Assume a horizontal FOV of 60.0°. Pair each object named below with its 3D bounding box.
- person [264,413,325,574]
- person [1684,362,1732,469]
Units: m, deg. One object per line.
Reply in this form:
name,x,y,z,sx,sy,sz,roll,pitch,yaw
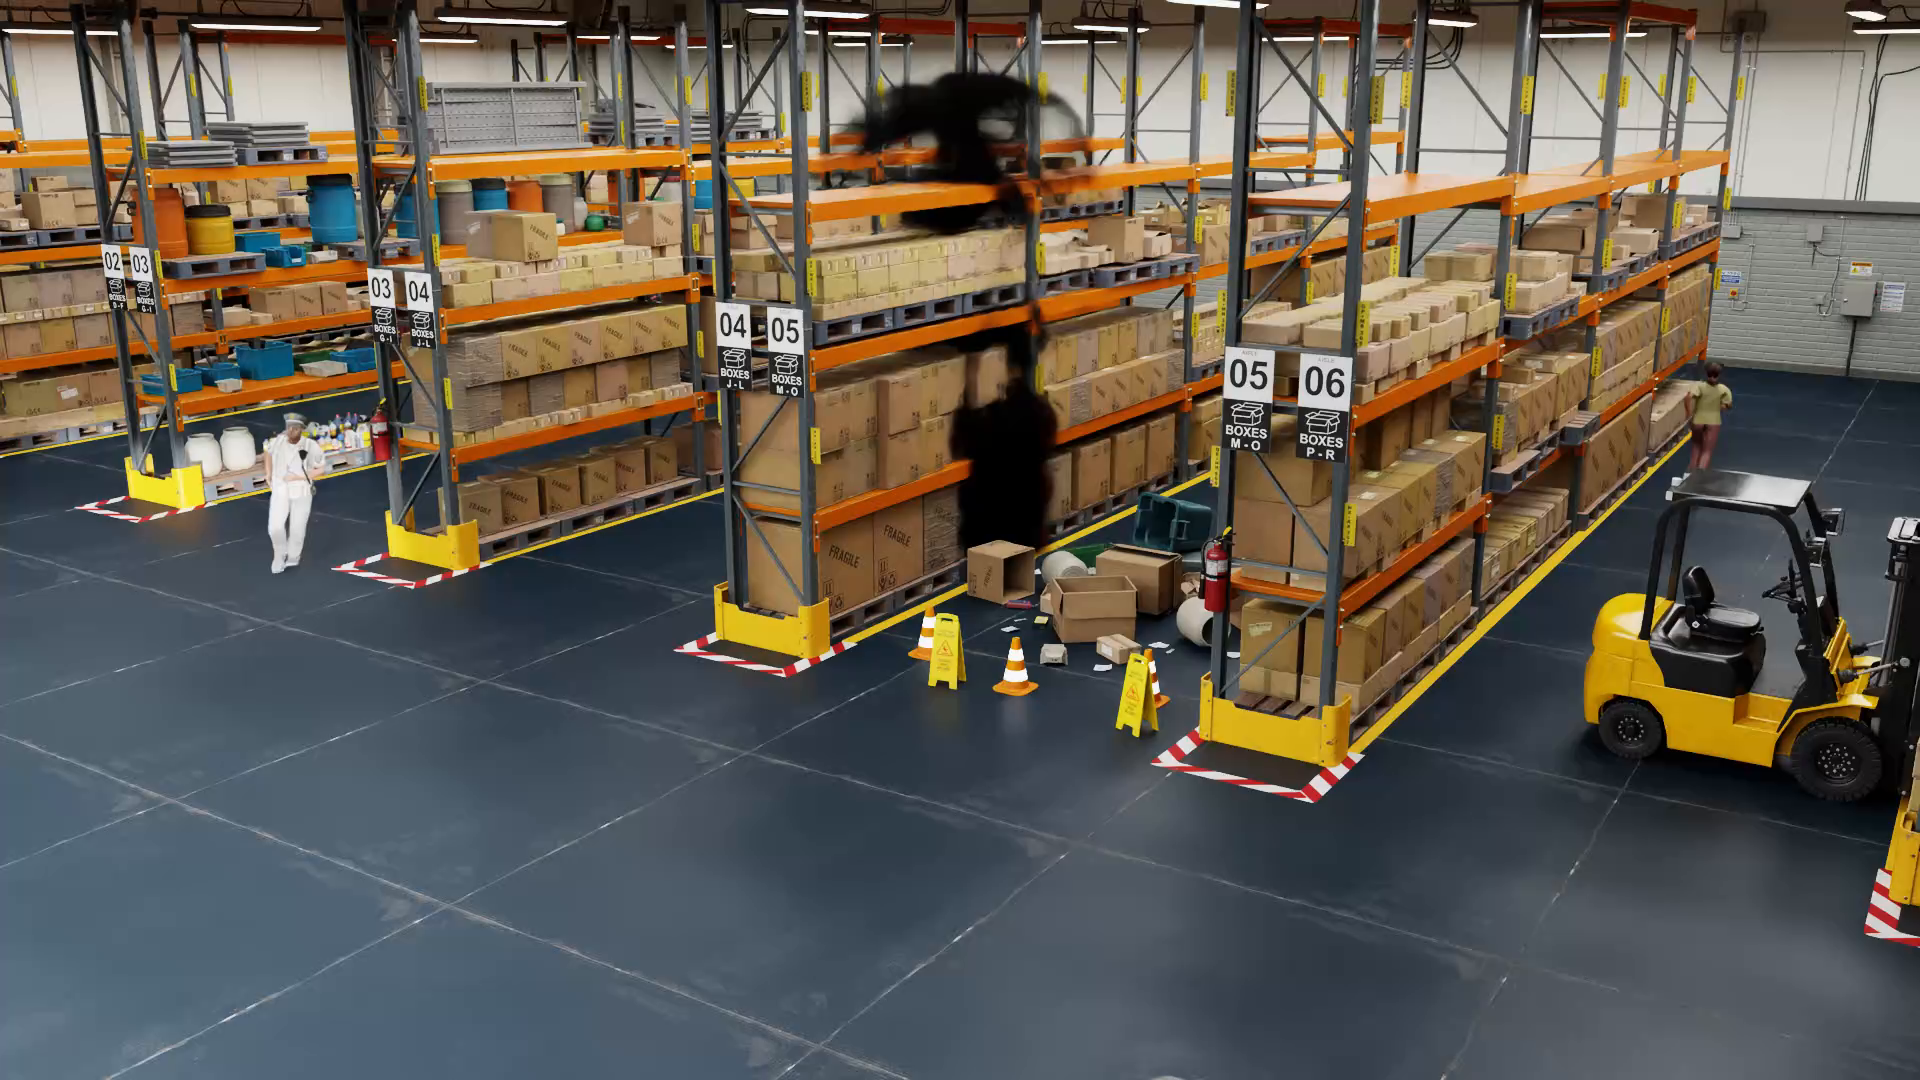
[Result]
person,-7.121,-0.503,17.839,0.673,1.786,0.642,-3,16,-10
person,9.523,-1.426,21.234,0.540,1.704,0.682,9,18,30
